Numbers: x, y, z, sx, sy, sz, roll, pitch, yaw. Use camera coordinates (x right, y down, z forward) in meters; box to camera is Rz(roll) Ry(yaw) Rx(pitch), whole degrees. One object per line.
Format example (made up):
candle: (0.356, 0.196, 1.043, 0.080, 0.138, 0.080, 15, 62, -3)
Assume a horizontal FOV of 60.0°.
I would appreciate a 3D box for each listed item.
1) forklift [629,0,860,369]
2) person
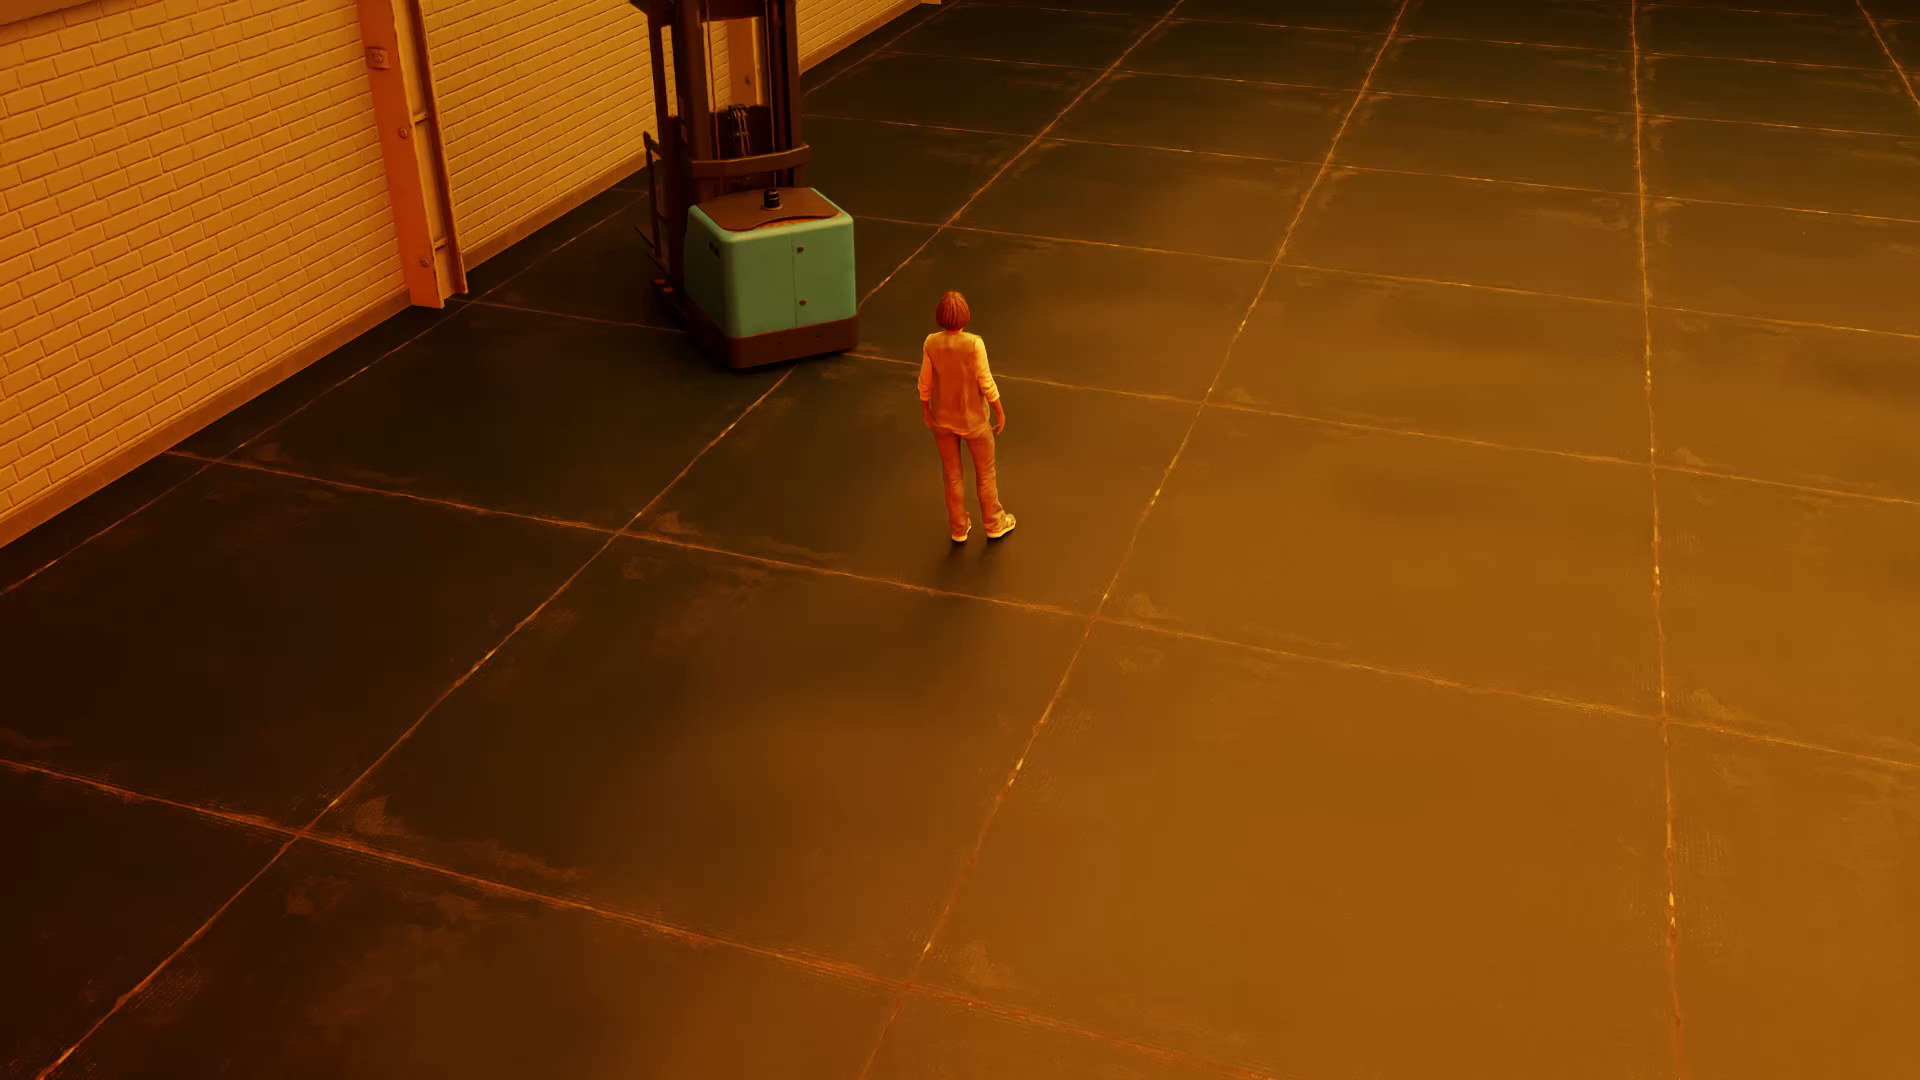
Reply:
forklift: (-1.863, -3.231, 12.805, 1.130, 2.935, 3.031, -14, 32, -23)
person: (0.038, -0.733, 9.754, 0.520, 1.599, 0.473, 10, 31, 16)
